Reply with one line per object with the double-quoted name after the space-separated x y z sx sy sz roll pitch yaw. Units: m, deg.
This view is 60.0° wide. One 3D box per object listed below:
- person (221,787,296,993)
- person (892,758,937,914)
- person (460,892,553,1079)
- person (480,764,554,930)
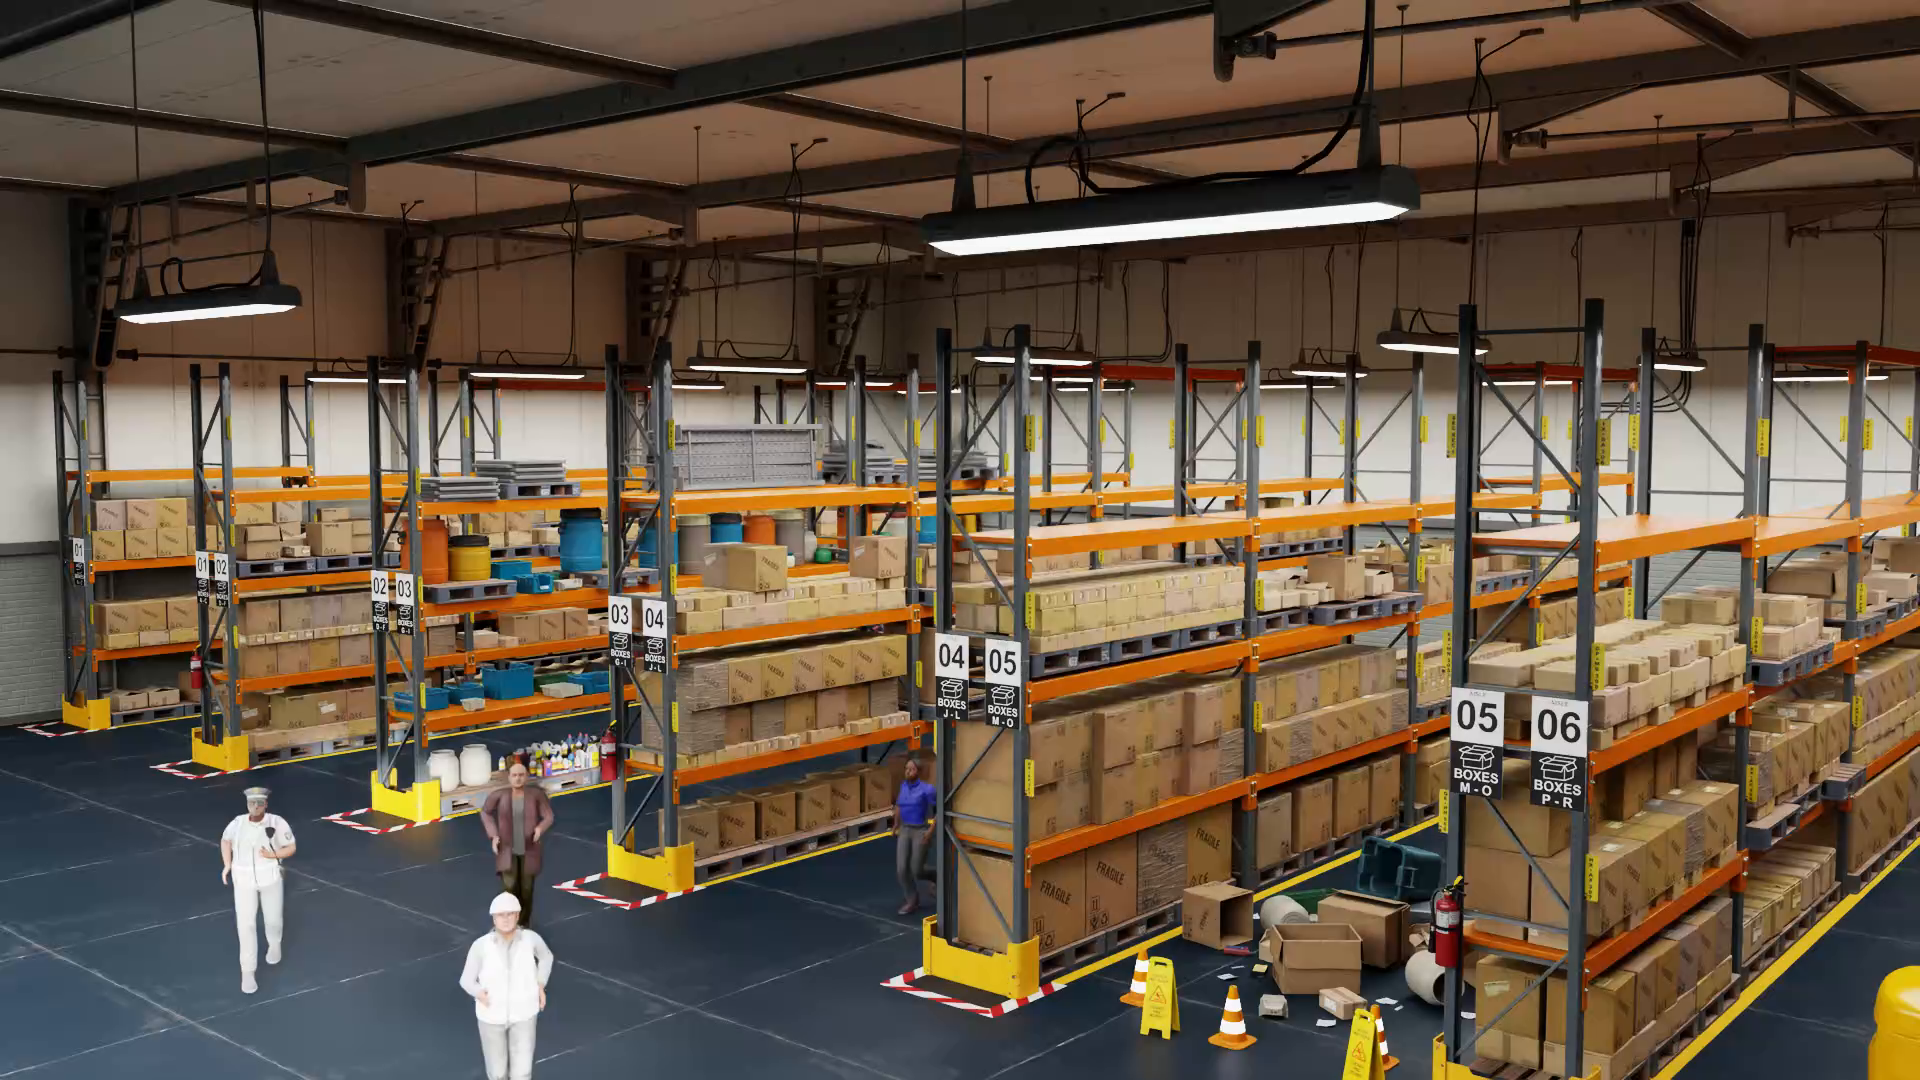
-6.469 3.148 15.342 0.658 1.782 0.976 -1 4 -19 "person"
-0.429 3.099 17.584 0.604 1.618 0.607 3 5 33 "person"
-3.248 3.413 11.963 0.661 1.770 0.935 -1 4 -17 "person"
-4.396 3.101 16.527 0.719 1.738 0.618 -1 4 -15 "person"
